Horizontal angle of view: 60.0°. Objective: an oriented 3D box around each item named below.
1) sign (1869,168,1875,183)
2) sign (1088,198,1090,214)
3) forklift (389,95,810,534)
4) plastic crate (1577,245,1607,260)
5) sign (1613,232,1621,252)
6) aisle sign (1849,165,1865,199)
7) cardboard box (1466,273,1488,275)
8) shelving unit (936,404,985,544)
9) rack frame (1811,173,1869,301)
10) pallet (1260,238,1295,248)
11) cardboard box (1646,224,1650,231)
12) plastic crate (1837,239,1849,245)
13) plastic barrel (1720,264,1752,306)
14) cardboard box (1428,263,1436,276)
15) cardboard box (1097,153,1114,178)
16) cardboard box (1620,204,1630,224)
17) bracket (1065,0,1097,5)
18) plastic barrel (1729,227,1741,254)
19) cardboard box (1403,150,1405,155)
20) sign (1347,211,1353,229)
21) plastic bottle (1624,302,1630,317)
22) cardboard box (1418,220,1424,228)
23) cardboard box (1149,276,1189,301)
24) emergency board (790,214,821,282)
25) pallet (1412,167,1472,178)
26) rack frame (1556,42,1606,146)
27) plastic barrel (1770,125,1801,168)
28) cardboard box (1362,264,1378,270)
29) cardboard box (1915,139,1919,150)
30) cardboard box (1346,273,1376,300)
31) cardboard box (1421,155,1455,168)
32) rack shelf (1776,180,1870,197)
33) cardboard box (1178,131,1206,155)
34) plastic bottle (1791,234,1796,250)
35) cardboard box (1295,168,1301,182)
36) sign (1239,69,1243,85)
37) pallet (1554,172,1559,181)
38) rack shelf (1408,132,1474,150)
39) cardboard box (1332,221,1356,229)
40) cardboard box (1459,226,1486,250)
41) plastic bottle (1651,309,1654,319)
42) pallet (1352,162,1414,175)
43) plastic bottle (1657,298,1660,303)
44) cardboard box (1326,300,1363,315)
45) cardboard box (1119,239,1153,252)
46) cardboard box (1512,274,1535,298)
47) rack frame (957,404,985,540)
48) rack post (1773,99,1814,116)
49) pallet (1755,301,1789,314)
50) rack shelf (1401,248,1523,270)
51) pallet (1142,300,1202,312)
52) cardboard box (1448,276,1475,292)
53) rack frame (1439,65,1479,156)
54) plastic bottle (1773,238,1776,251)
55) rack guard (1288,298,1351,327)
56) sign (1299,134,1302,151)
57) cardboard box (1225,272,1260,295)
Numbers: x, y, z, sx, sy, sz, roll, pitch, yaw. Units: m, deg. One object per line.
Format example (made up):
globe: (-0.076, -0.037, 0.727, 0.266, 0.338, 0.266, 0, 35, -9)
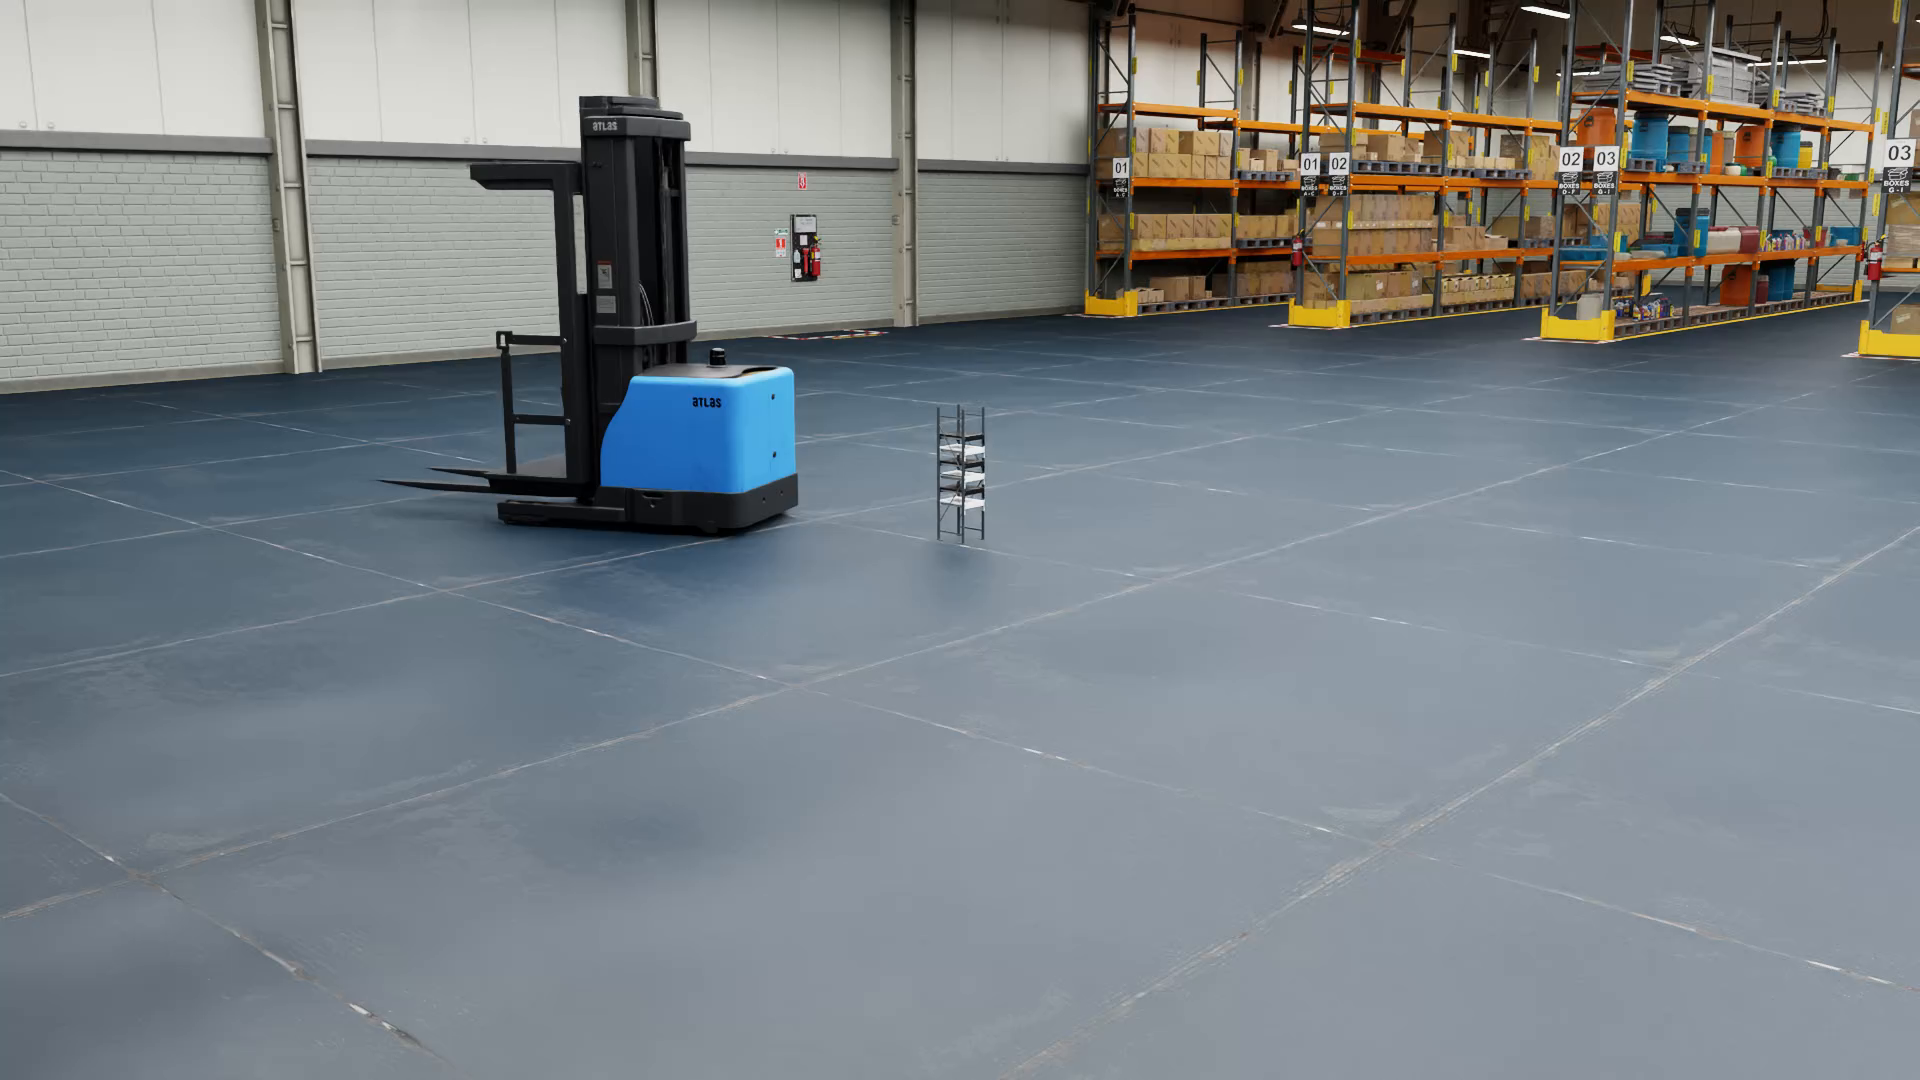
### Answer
sign: (21.544, -8.617, 39.302, 0.100, 0.325, 0.005, 10, 15, 40)
sign: (2.713, -6.990, 34.787, 0.100, 0.325, 0.005, 10, 15, 40)
forklift: (-2.666, -1.623, 11.856, 3.031, 2.935, 1.130, 4, 12, 18)
plastic crate: (11.097, -5.046, 29.196, 0.499, 0.251, 0.408, 10, 15, 40)
sign: (10.969, -4.976, 27.758, 0.100, 0.325, 0.005, 10, 15, 40)
aisle sign: (21.388, -8.513, 39.539, 0.394, 0.787, 0.004, 10, 15, 40)
cardboard box: (11.555, -5.823, 37.224, 0.500, 0.311, 0.500, 10, 15, 42)
shelving unit: (0.005, -0.442, 11.129, 0.258, 0.900, 0.210, 10, 15, 40)
rack frame: (21.120, -7.266, 39.930, 1.000, 3.000, 0.127, 10, 15, 40)
pallet: (7.121, -6.979, 38.984, 1.003, 0.211, 1.213, 10, 15, 40)
cardboard box: (17.311, -7.855, 42.623, 0.500, 0.500, 0.500, 10, 15, 42)
plastic crate: (20.718, -7.022, 39.232, 0.396, 0.136, 0.243, 10, 15, 40)
plastic barrel: (16.149, -5.305, 34.580, 0.600, 0.830, 0.708, 10, 15, 40)
cardboard box: (12.630, -7.263, 45.227, 0.700, 0.500, 0.500, 9, 14, 39)
cardboard box: (3.202, -7.816, 34.723, 0.500, 0.500, 0.500, -11, 16, -43)
cardboard box: (16.304, -8.118, 41.390, 0.500, 0.500, 0.500, 10, 15, 42)
bracket: (1.210, -10.626, 32.247, 0.076, 0.066, 4.783, 10, 15, 40)
plastic barrel: (15.321, -5.965, 33.130, 0.421, 0.512, 0.421, 0, 11, 0)
cardboard box: (8.594, -7.723, 33.362, 0.500, 0.311, 0.500, 9, 14, 37)
sign: (7.253, -5.943, 30.897, 0.100, 0.325, 0.005, 10, 15, 40)
plastic bottle: (12.349, -4.276, 30.804, 0.097, 0.271, 0.097, 0, 11, 0)
cardboard box: (9.126, -6.366, 33.512, 0.380, 0.149, 0.250, 9, 15, 39)
cardboard box: (4.539, -5.458, 36.138, 0.700, 0.500, 0.500, 9, 14, 37)
emergency board: (-2.692, -5.166, 29.417, 0.194, 1.169, 0.643, 10, 15, 40)
pallet: (10.053, -7.650, 34.683, 0.805, 0.209, 1.217, 9, 14, 38)
rack frame: (14.761, -10.260, 39.605, 1.000, 3.000, 0.127, 10, 15, 40)
plastic barrel: (17.468, -8.329, 35.243, 0.600, 0.901, 0.708, 10, 15, 40)
cardboard box: (10.122, -6.866, 42.346, 0.750, 0.750, 0.750, 10, 15, 42)
cardboard box: (14.228, -5.945, 25.026, 0.380, 0.149, 0.250, 10, 15, 40)
cardboard box: (7.690, -4.902, 32.129, 0.500, 0.500, 0.500, 10, 15, 40)
cardboard box: (9.894, -7.834, 34.427, 0.500, 0.250, 0.500, -10, 15, -42)
rack shelf: (19.800, -8.090, 38.233, 1.077, 0.370, 4.000, 10, 15, 40)
cardboard box: (4.939, -8.532, 35.754, 0.500, 0.500, 0.500, 9, 14, 38)
plastic bottle: (17.997, -6.448, 35.963, 0.144, 0.351, 0.185, 10, 15, 40)
cardboard box: (8.125, -8.666, 39.458, 0.500, 0.311, 0.500, 10, 15, 40)
sign: (6.152, -10.147, 36.452, 0.100, 0.325, 0.005, 10, 15, 40)
pallet: (13.596, -8.457, 38.716, 1.213, 0.211, 1.003, 10, 15, 40)
rack shelf: (12.358, -10.645, 44.392, 1.077, 0.370, 4.000, 10, 15, 40)
cardboard box: (7.261, -5.950, 31.430, 0.380, 0.149, 0.250, 10, 15, 40)
cardboard box: (11.026, -6.530, 35.990, 0.500, 0.500, 0.500, 9, 14, 37)
plastic bottle: (12.483, -4.092, 30.059, 0.097, 0.201, 0.097, 0, 11, 0)
pallet: (8.131, -7.261, 32.475, 1.003, 0.211, 1.213, 10, 15, 40)
plastic bottle: (12.882, -4.304, 30.739, 0.144, 0.351, 0.185, 10, 15, 40)
cardboard box: (7.361, -4.460, 31.832, 0.500, 0.250, 0.500, 10, 15, 40)
cardboard box: (3.677, -6.160, 34.724, 0.500, 0.250, 0.500, 9, 15, 39)
cardboard box: (12.636, -5.750, 37.598, 0.500, 0.500, 0.500, 11, 15, 43)
rack frame: (0.072, -0.457, 11.204, 0.240, 0.900, 0.006, 10, 15, 40)
rack post: (17.239, -9.060, 34.872, 0.954, 0.300, 0.937, -10, 15, -41)
pallet: (17.134, -5.021, 35.812, 1.003, 0.211, 1.213, 10, 15, 40)
rack shelf: (10.801, -6.083, 35.843, 1.077, 0.370, 4.000, 10, 15, 40)
pallet: (4.535, -5.130, 36.356, 1.003, 0.211, 1.213, 10, 15, 40)
cardboard box: (10.616, -5.452, 35.364, 0.500, 0.311, 0.500, 9, 14, 38)
rack frame: (13.678, -11.488, 45.755, 1.000, 3.000, 0.127, 10, 15, 40)
plastic bottle: (17.075, -6.197, 34.908, 0.097, 0.271, 0.097, 0, 11, 0)
rack guard: (6.824, -4.323, 31.580, 1.175, 0.500, 0.348, 10, 15, 40)
sign: (6.442, -7.491, 31.342, 0.100, 0.325, 0.005, 10, 15, 40)
cardboard box: (6.534, -5.964, 38.671, 0.700, 0.500, 0.500, 9, 15, 39)
